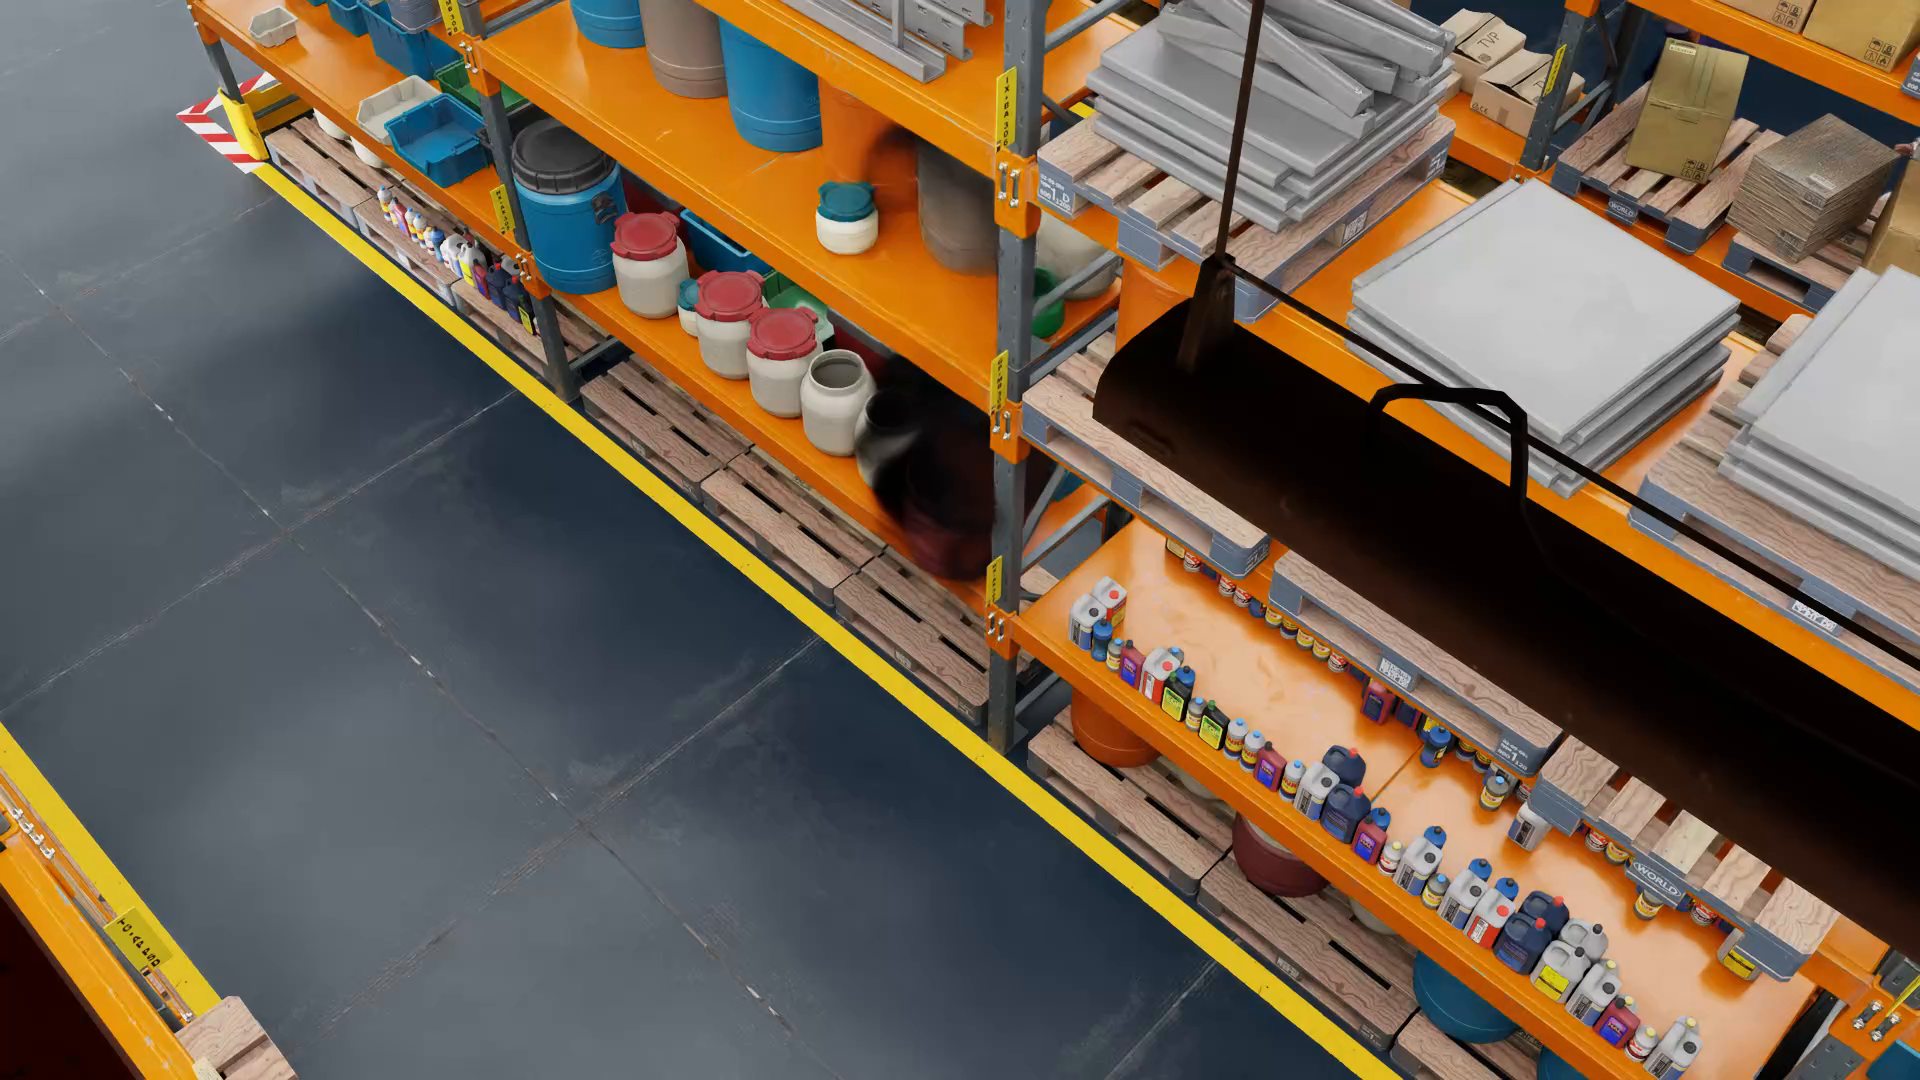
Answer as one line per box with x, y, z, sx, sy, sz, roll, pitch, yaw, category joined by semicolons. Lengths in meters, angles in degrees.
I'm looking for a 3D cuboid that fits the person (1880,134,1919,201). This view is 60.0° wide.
6.453;-2.297;11.167;0.890;1.776;0.712;27;55;20;person

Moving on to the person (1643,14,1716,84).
5.458;-3.682;12.475;0.697;1.582;0.572;35;58;26;person
